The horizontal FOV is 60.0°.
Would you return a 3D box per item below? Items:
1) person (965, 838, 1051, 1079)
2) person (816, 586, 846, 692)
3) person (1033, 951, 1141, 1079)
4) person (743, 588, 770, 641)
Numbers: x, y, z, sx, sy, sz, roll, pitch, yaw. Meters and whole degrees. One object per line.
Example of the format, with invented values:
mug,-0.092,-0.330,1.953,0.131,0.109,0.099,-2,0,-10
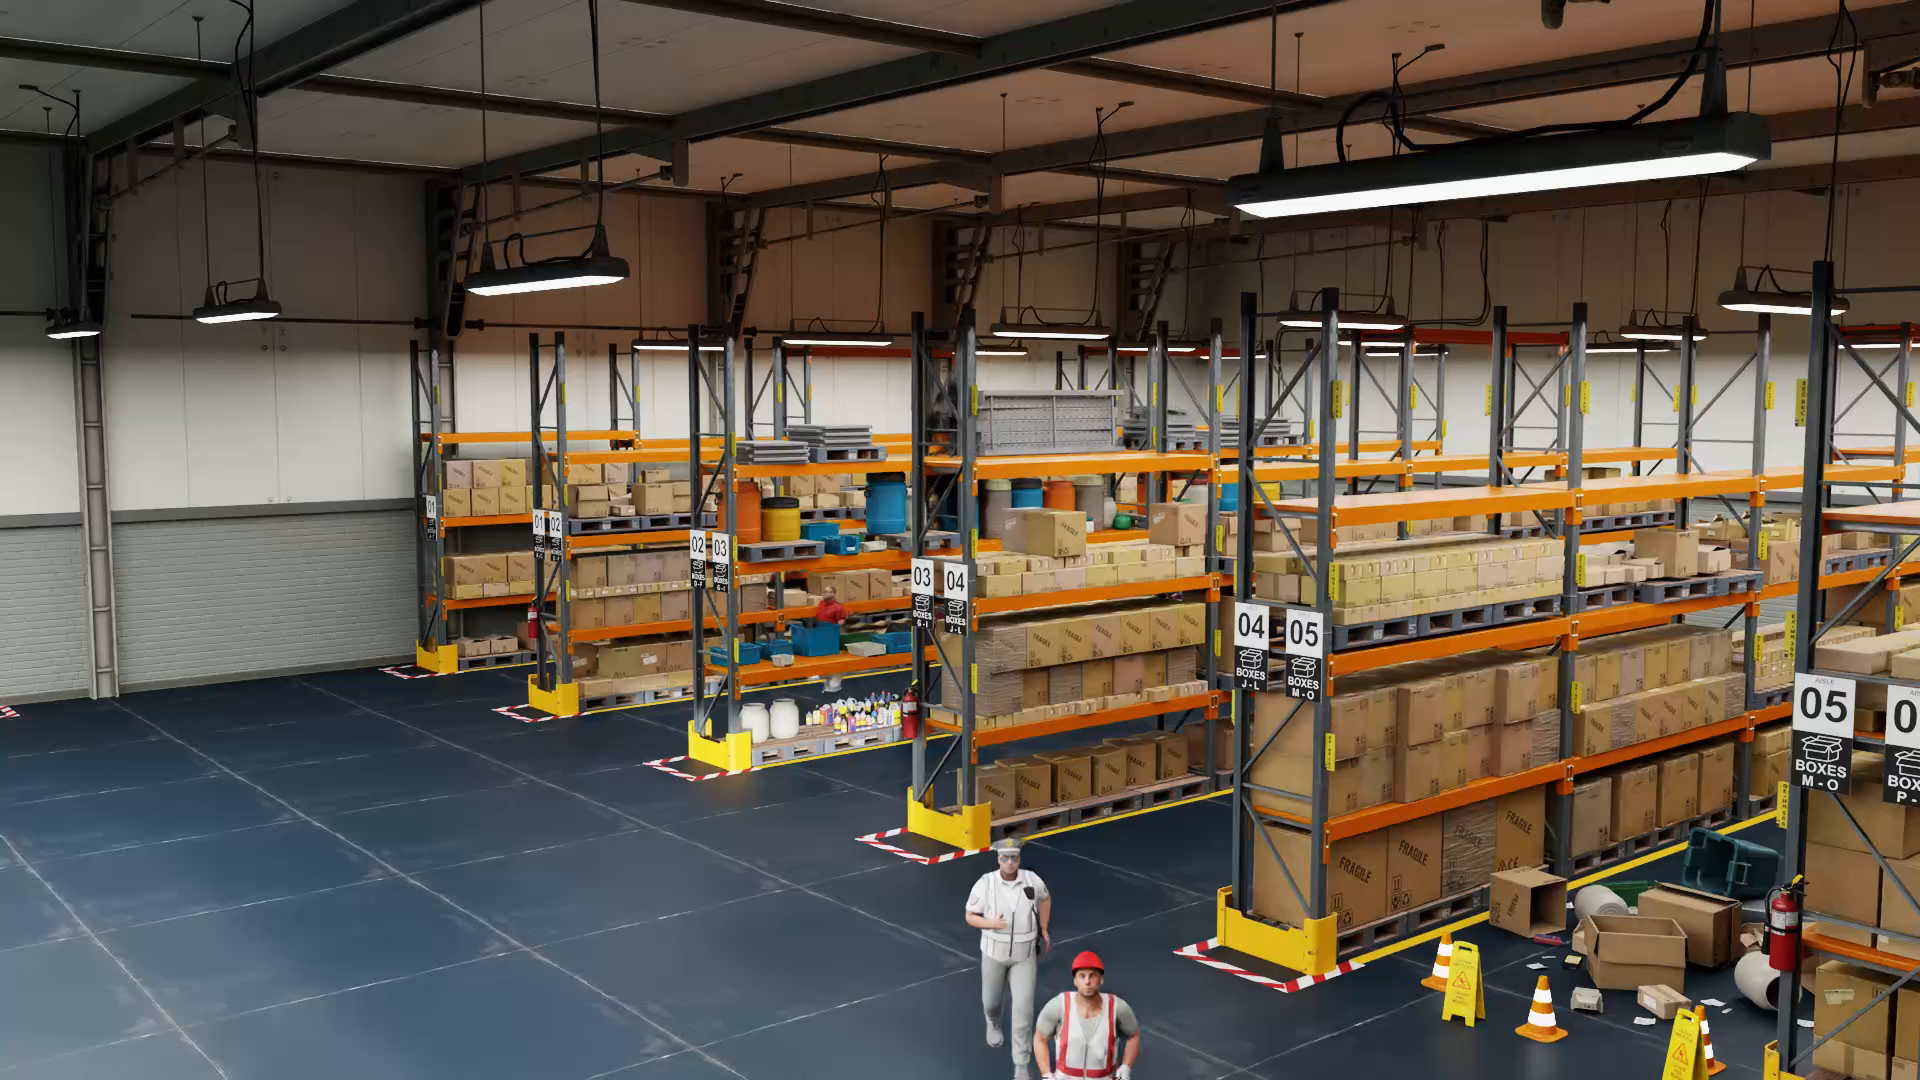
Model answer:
person,0.372,3.101,12.536,0.663,1.767,0.987,0,5,-1
person,-2.131,1.589,26.465,0.651,1.724,0.602,4,7,36
person,0.774,3.374,10.211,0.655,1.752,0.897,1,5,8
person,-3.817,1.438,30.998,0.705,1.722,0.578,5,7,45
